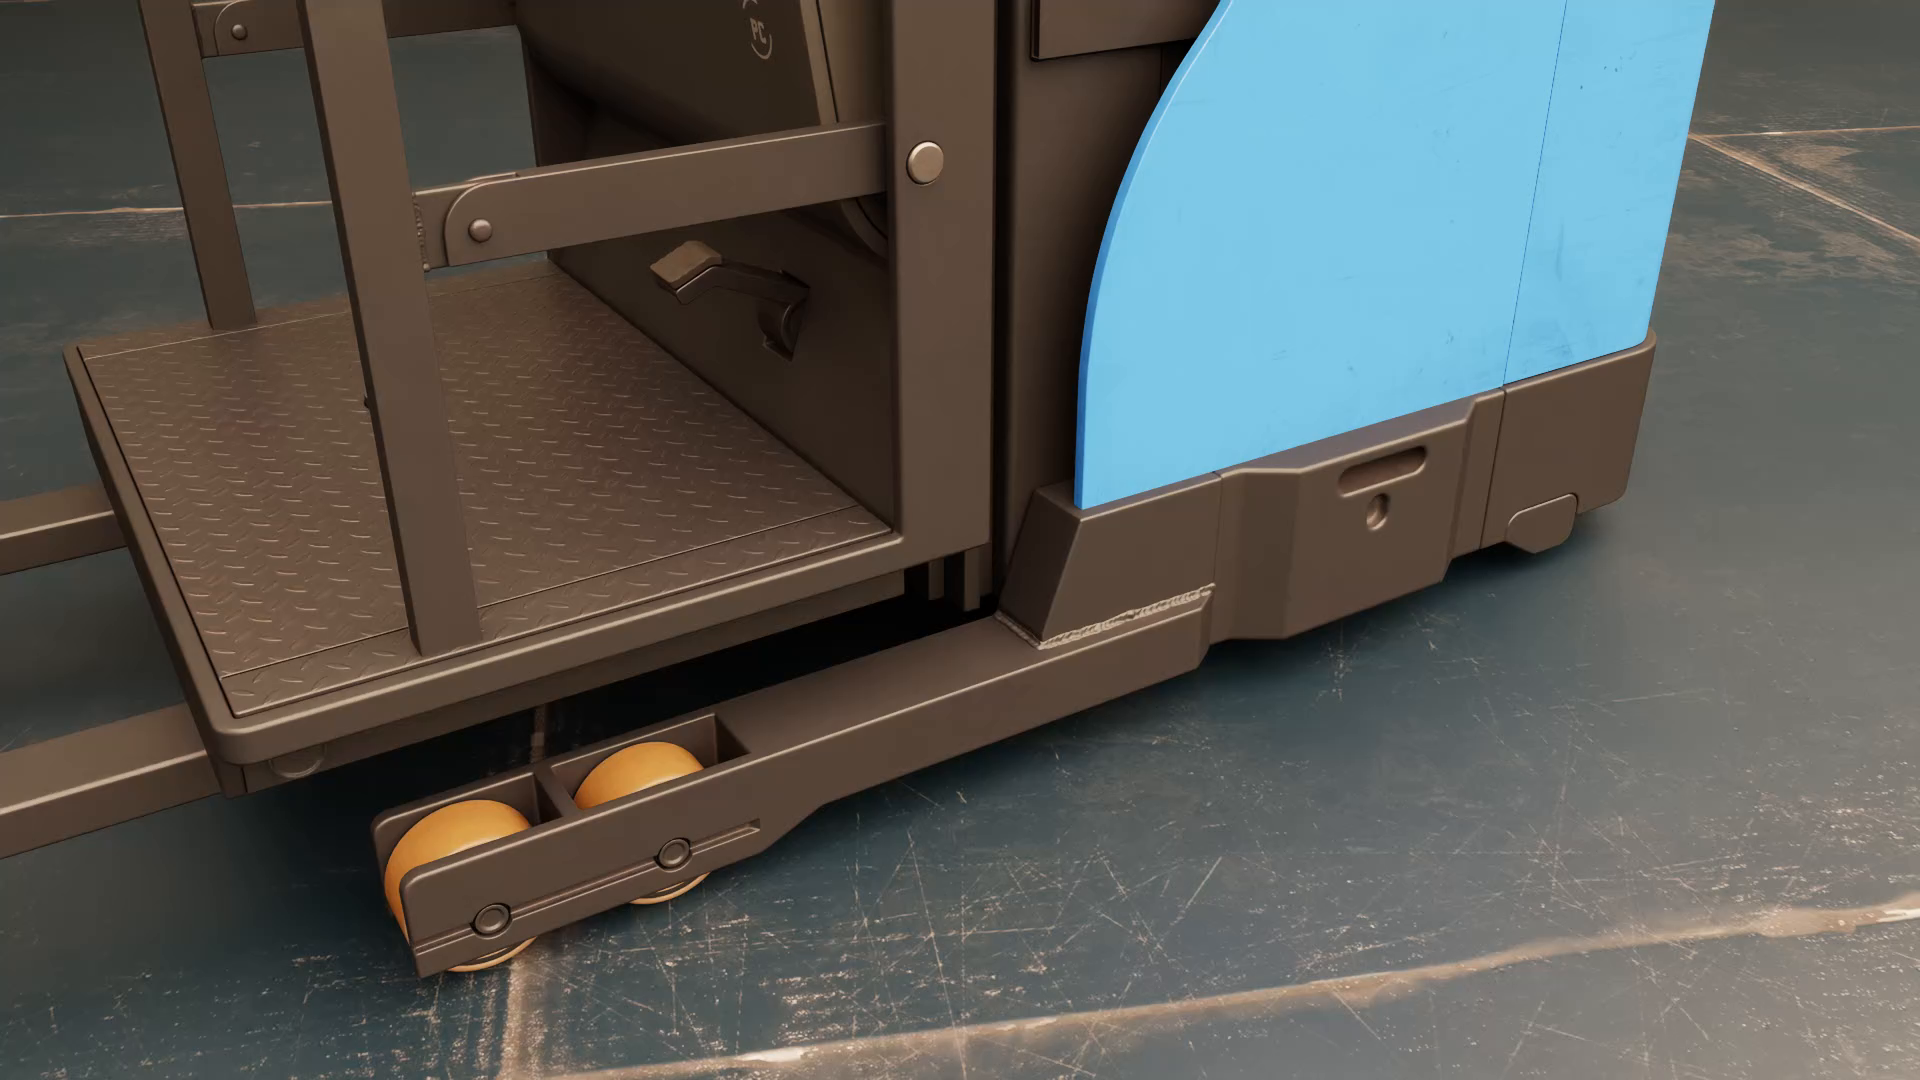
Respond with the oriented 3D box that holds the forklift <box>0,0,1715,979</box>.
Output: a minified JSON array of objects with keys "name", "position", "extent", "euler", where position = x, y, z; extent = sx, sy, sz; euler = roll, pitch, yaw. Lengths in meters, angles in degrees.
[{"name":"forklift","position":[-0.516,-1.144,1.529],"extent":[3.031,2.935,1.130],"euler":[-16,32,-28]}]
